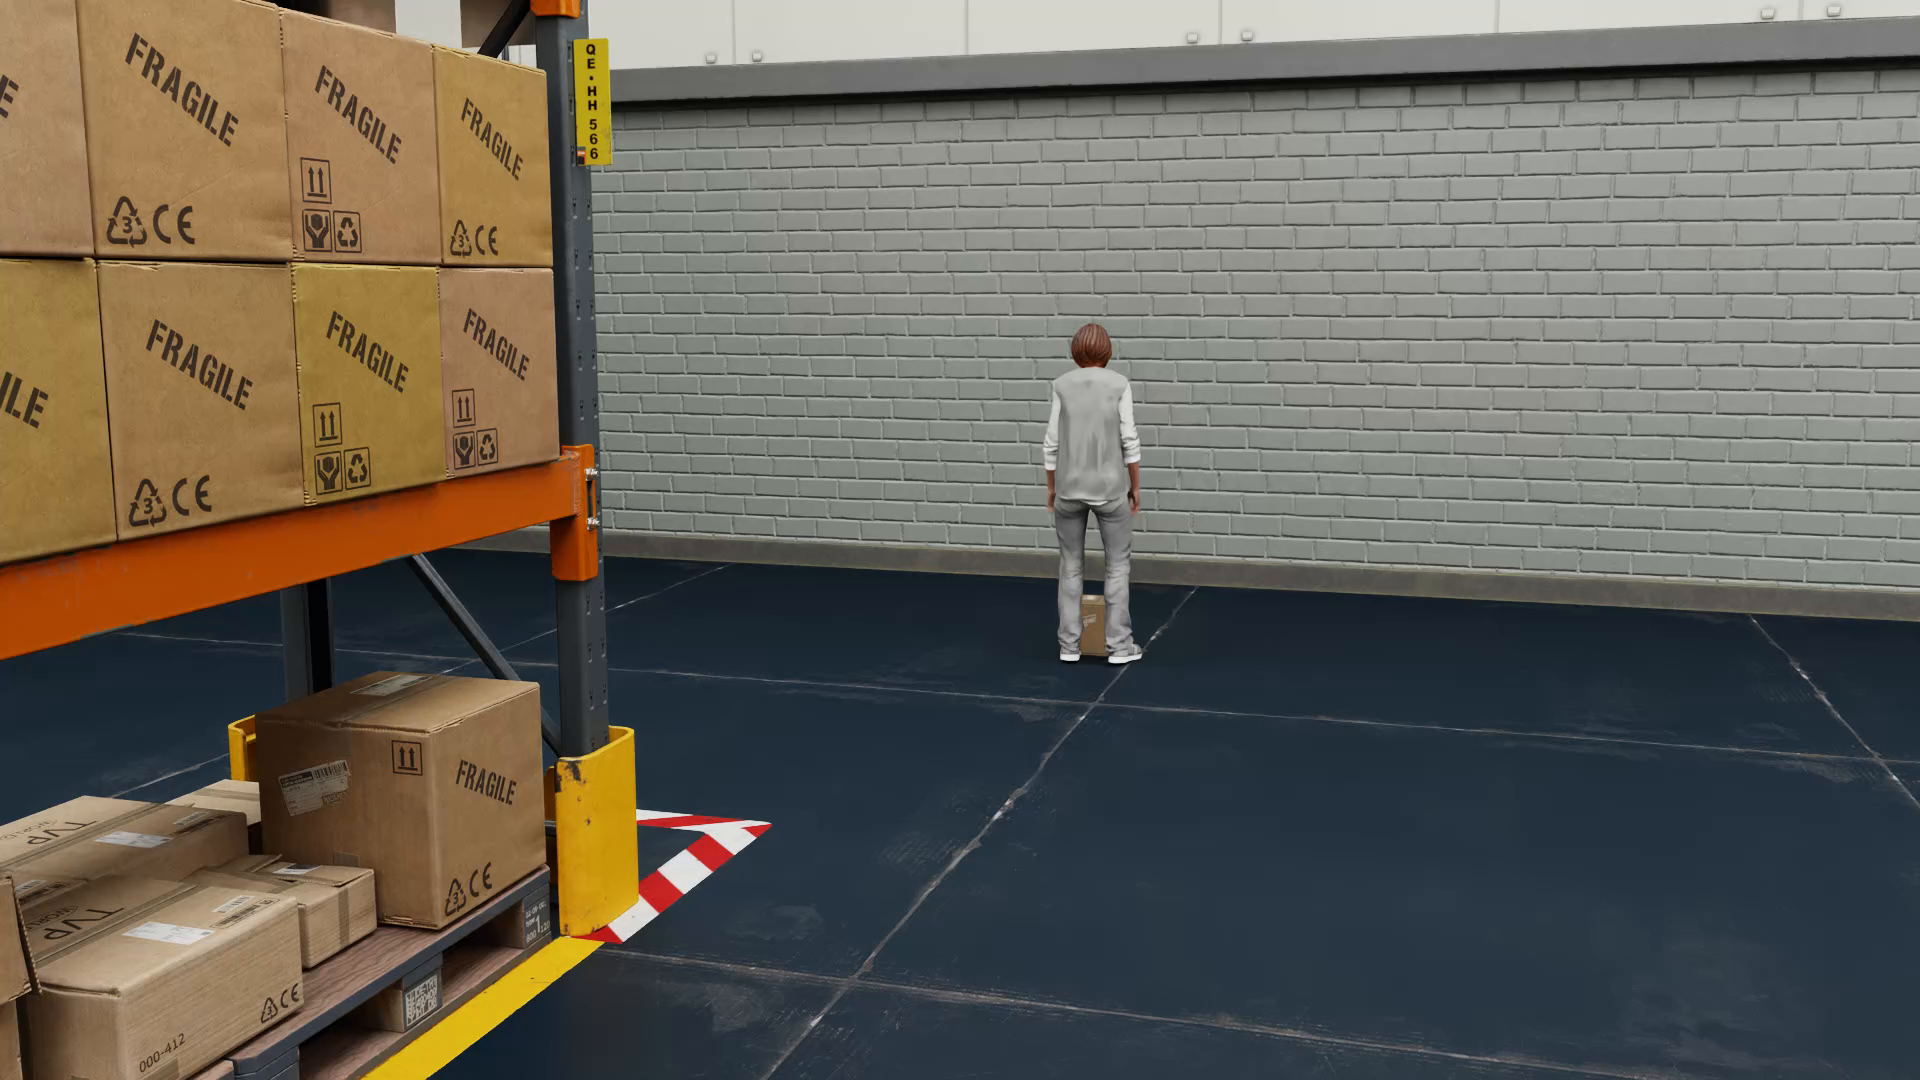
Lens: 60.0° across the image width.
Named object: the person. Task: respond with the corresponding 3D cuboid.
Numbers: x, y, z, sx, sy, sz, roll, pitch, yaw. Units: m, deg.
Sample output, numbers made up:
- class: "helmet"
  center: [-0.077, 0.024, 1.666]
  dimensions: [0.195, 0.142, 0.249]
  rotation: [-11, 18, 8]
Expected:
- class: "person"
  center: [0.623, -0.214, 7.803]
  dimensions: [0.464, 1.593, 0.347]
  rotation: [2, 9, 16]
